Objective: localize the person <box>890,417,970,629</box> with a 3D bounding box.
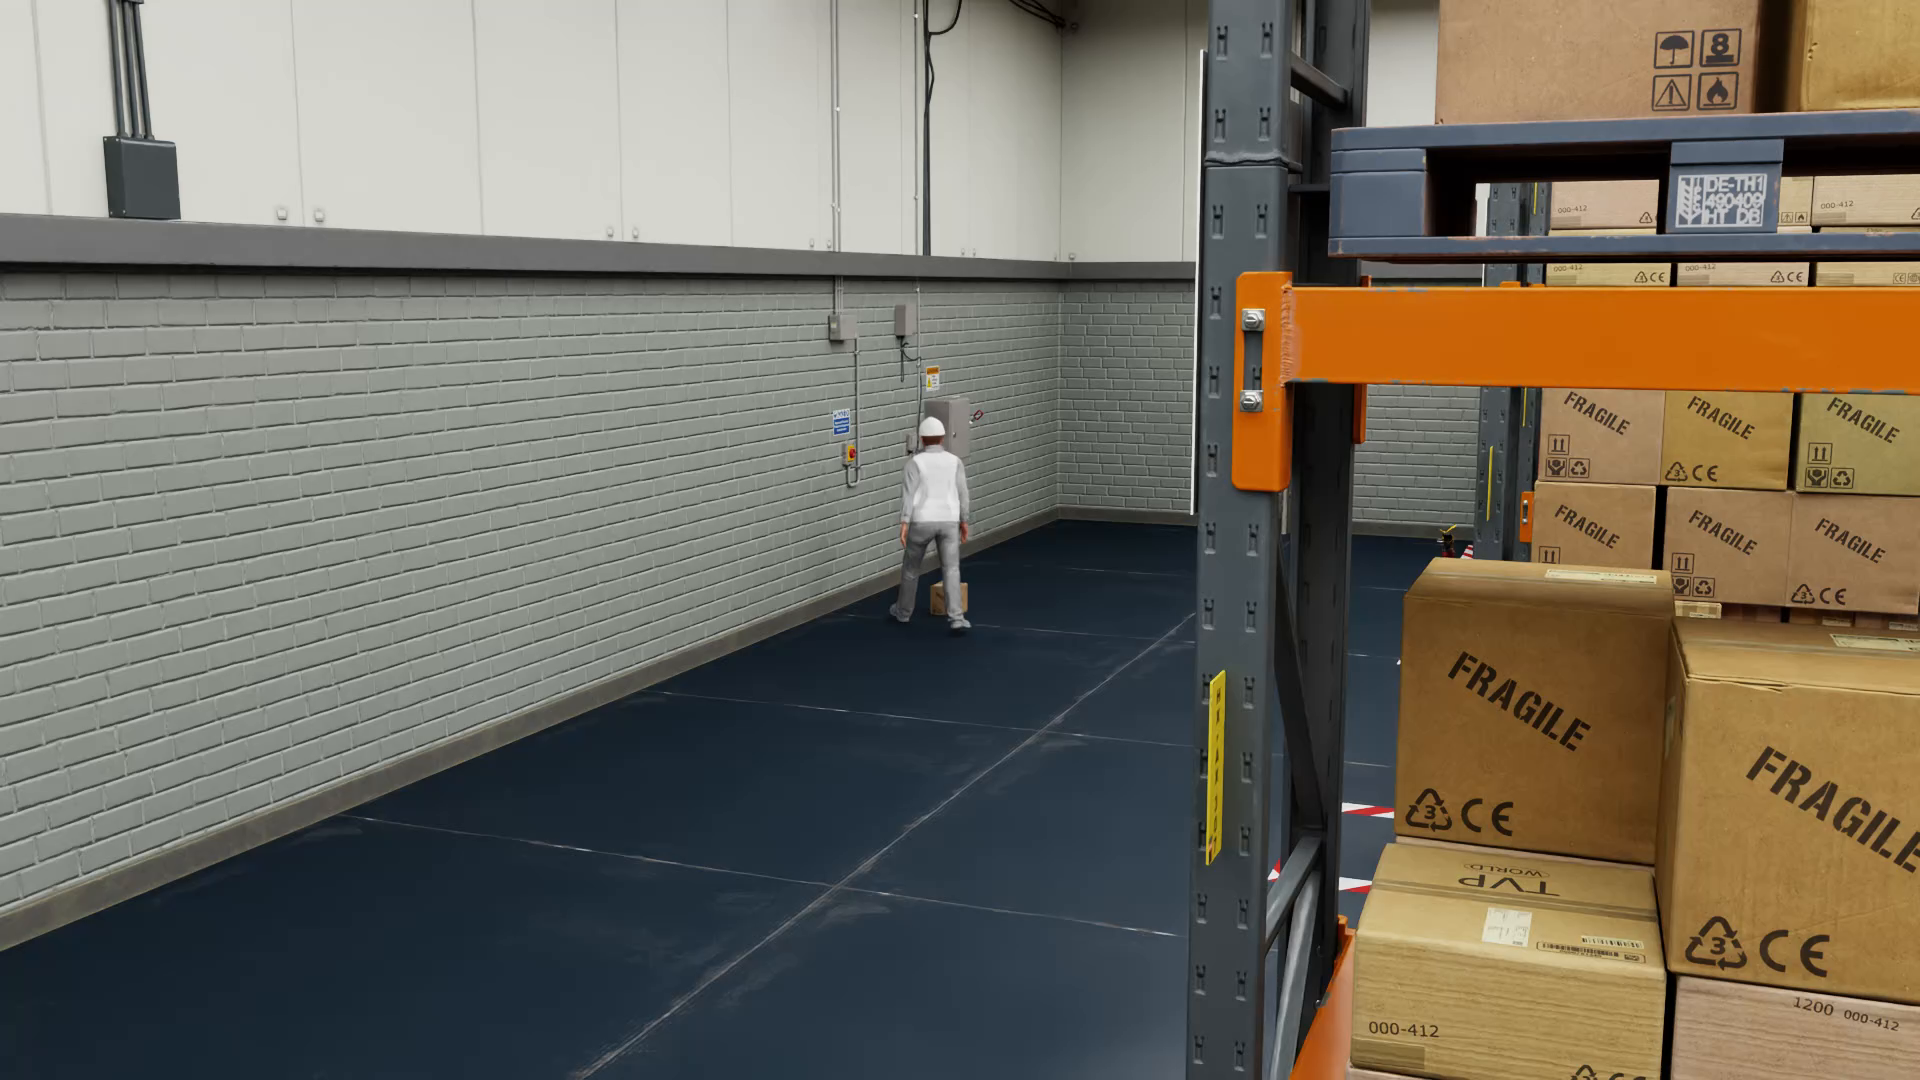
[{"bbox_3d":[-0.226,-0.144,13.761,0.600,1.741,0.901,-2,9,-12],"label":"person"}]
